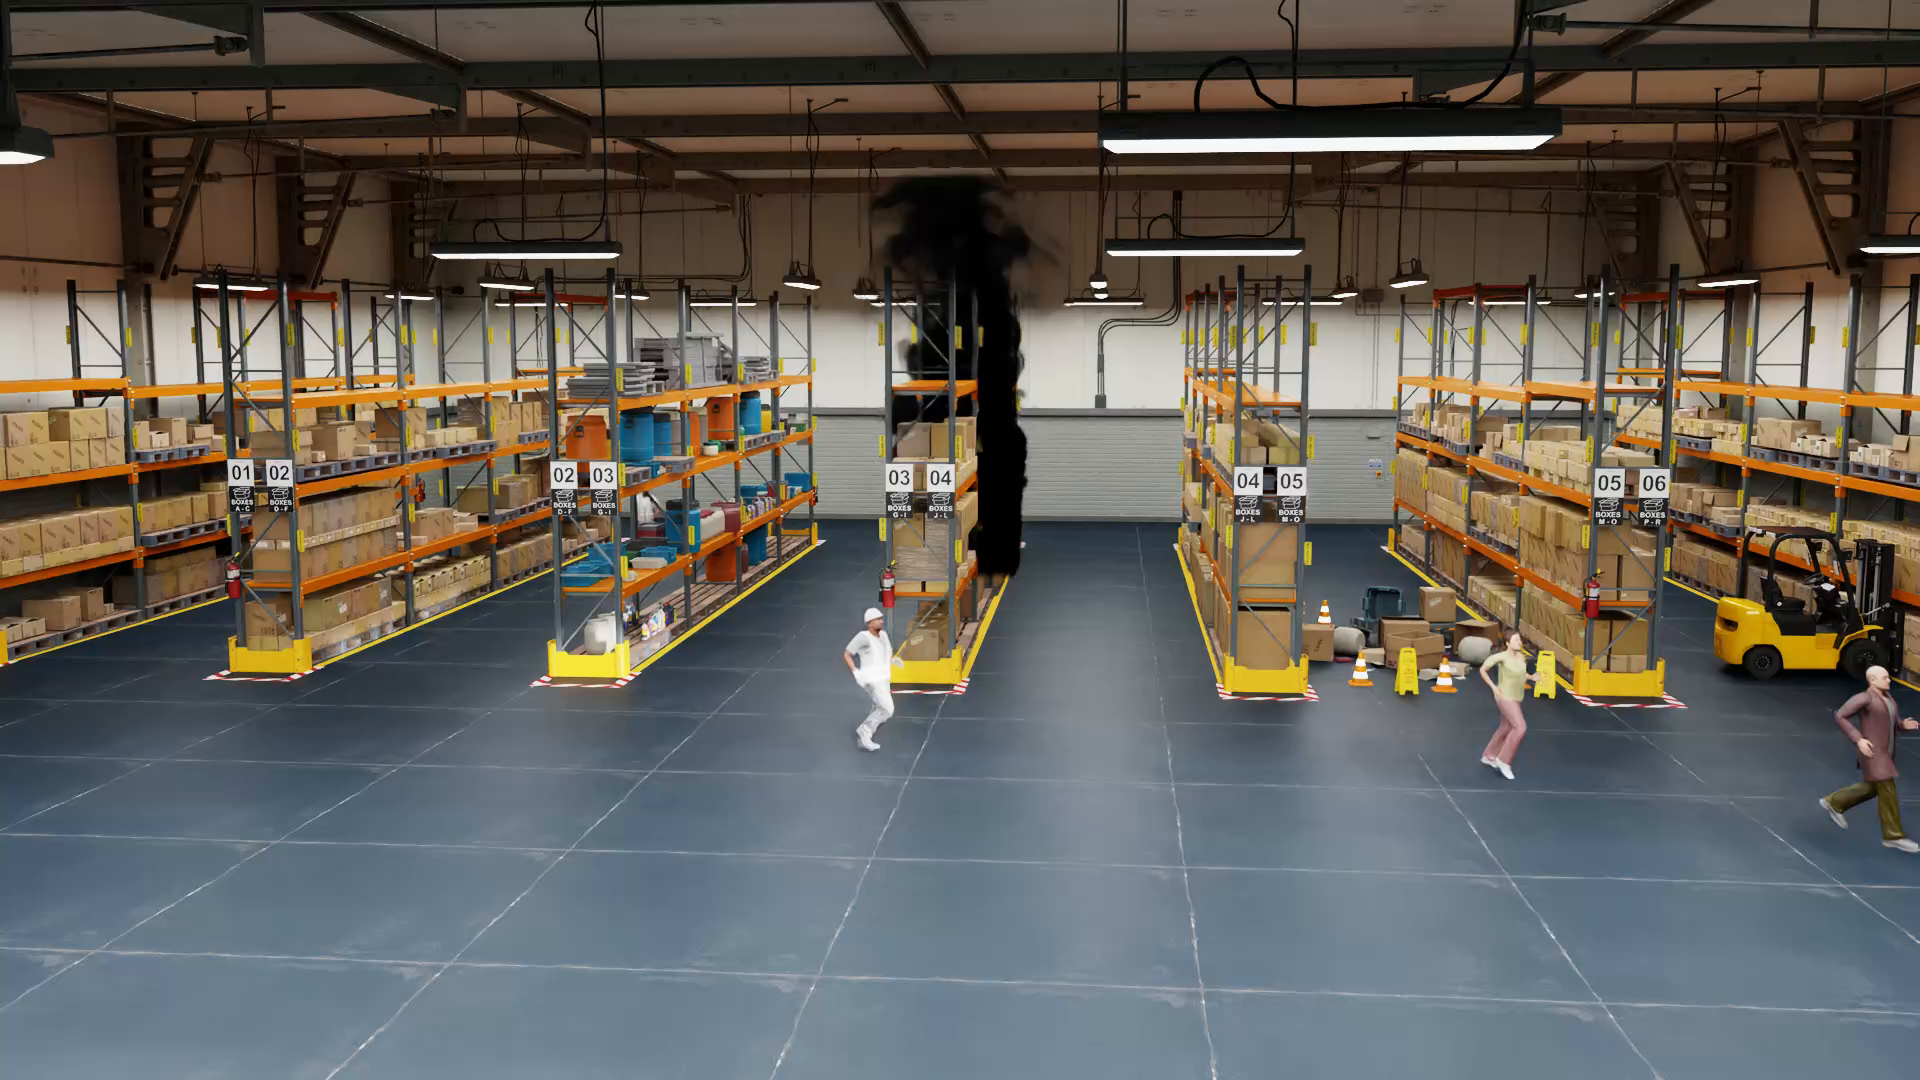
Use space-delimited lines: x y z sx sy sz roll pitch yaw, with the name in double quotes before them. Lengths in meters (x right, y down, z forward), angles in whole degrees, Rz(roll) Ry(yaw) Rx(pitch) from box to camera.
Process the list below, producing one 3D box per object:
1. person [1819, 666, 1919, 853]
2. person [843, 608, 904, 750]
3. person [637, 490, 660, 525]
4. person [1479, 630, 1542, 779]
"person" 9.029 2.111 16.424 0.708 1.754 1.061 -5 9 -37
"person" -0.984 1.691 20.066 0.634 1.738 0.668 4 8 28
"person" -7.159 -0.442 37.853 0.665 1.741 0.603 -1 7 -10
"person" 6.315 1.867 19.107 0.573 1.696 0.681 -5 9 -37
